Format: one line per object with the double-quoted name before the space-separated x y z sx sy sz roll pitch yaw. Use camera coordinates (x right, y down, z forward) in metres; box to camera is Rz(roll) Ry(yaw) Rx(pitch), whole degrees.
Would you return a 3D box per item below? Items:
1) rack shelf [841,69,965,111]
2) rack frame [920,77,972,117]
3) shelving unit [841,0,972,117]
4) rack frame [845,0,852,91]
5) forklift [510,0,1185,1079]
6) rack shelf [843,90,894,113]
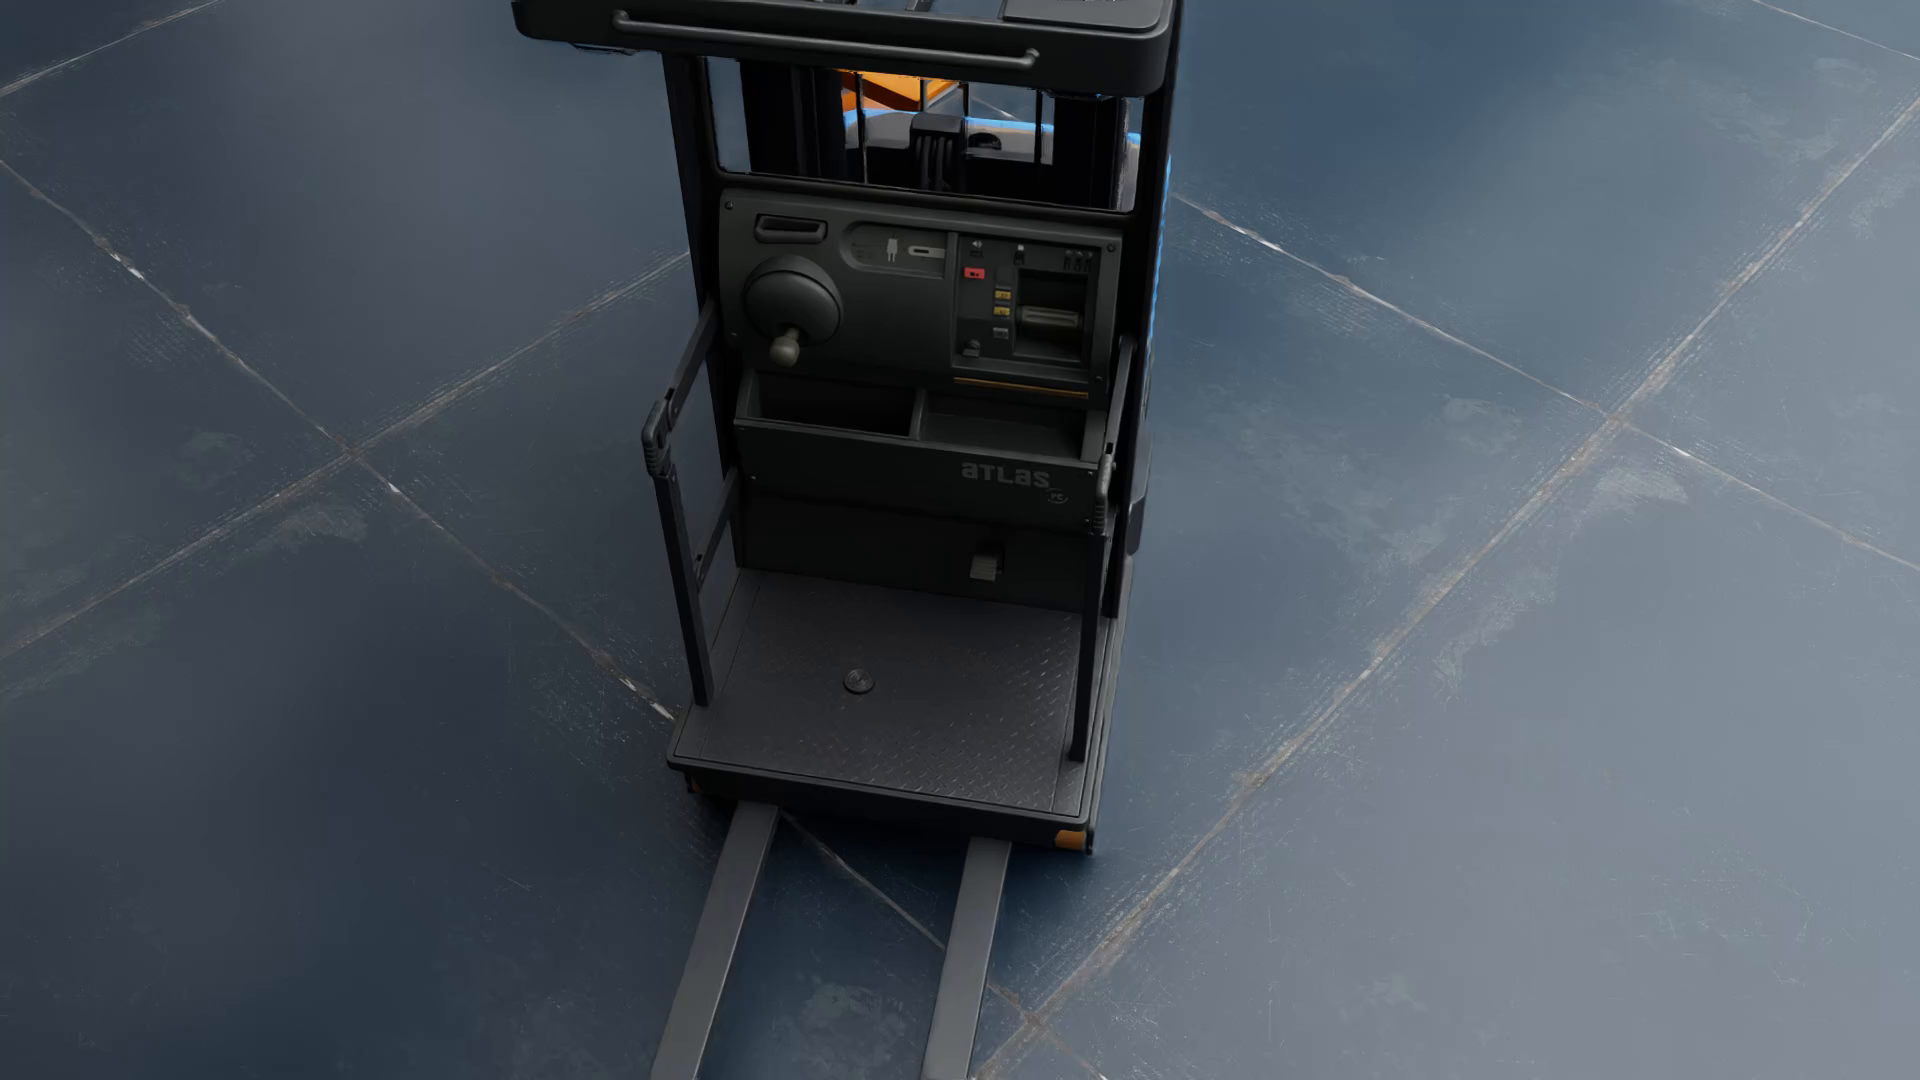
"rack shelf" -0.232 -1.462 5.261 0.480 0.148 0.258 30 54 25
"rack frame" -0.040 -1.083 5.444 0.015 1.200 0.240 30 54 25
"shelving unit" -0.232 -1.193 5.547 0.503 1.200 0.258 30 54 25
"rack frame" -0.424 -1.303 5.650 0.015 1.200 0.240 30 54 25
"forklift" -0.136 -0.468 3.679 1.130 2.935 3.031 8 47 7
"rack shelf" -0.232 -1.300 5.433 0.480 0.148 0.258 30 54 25
